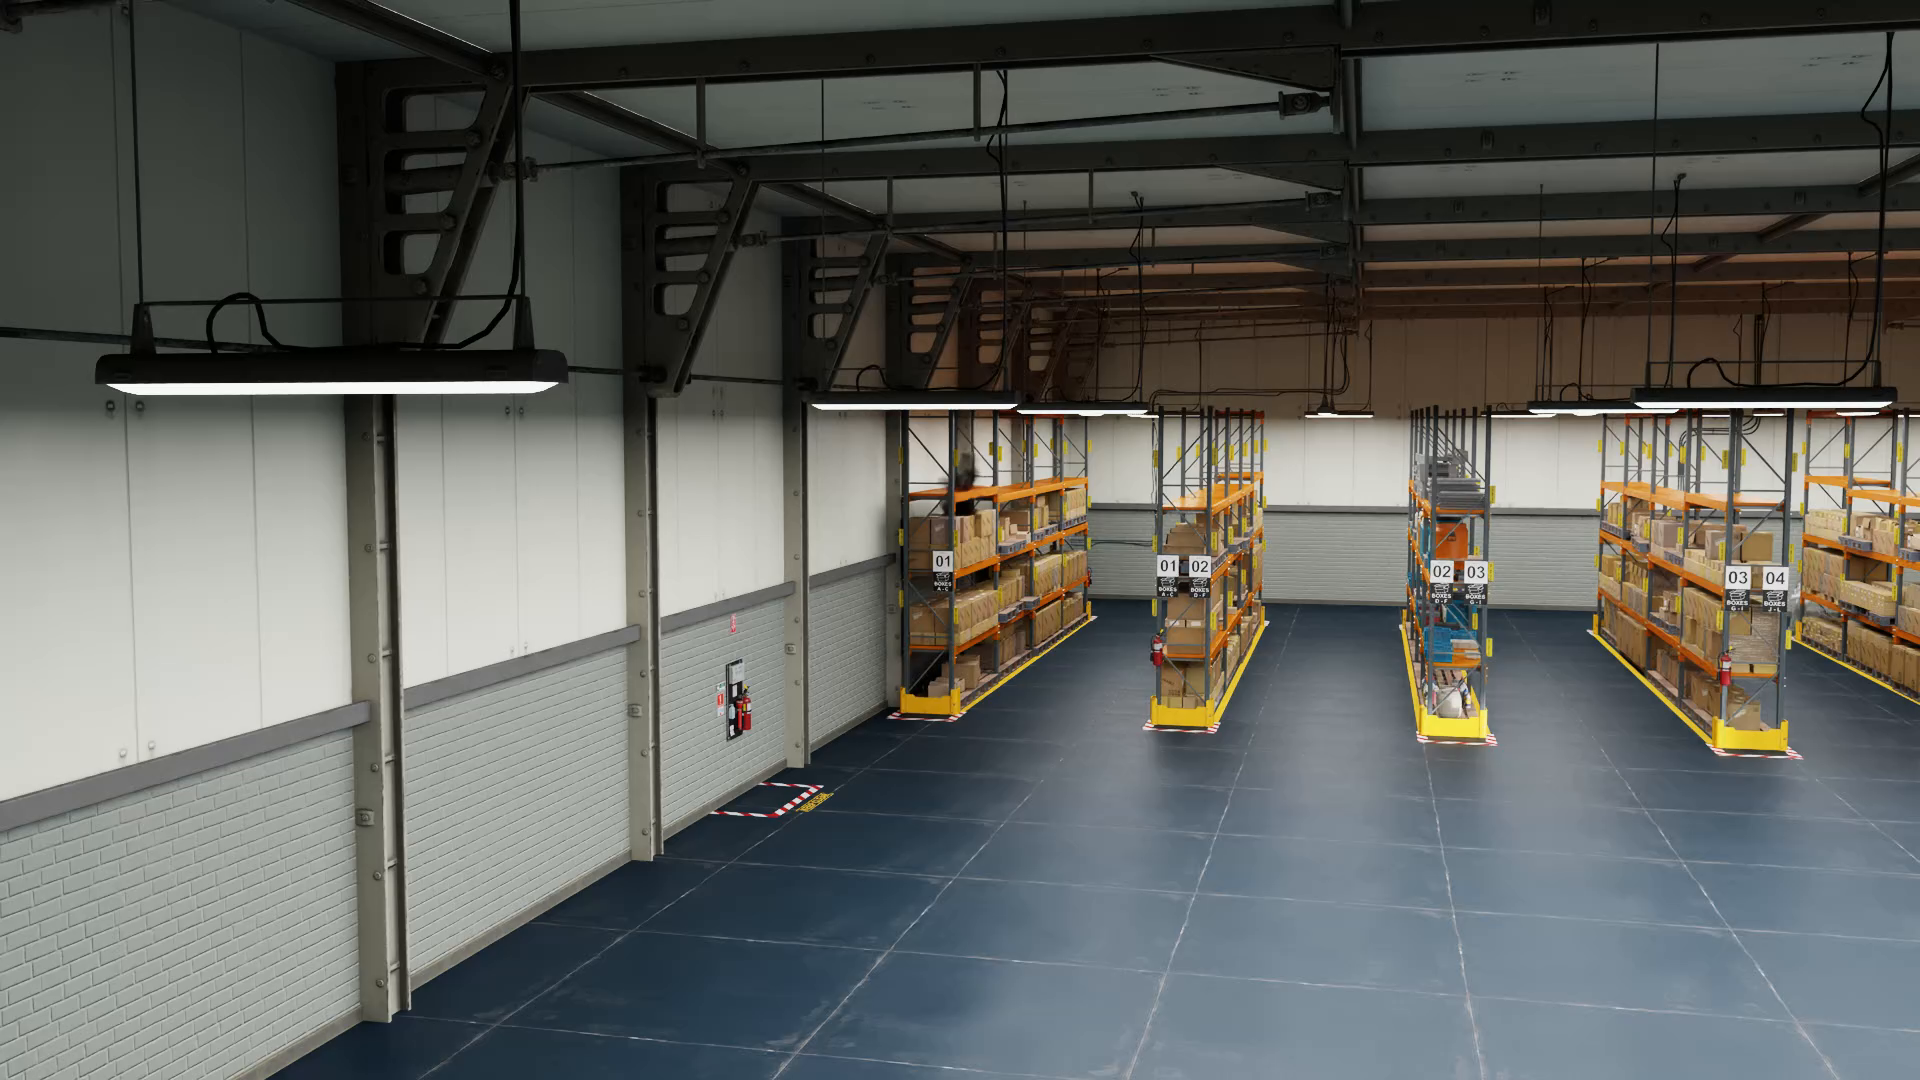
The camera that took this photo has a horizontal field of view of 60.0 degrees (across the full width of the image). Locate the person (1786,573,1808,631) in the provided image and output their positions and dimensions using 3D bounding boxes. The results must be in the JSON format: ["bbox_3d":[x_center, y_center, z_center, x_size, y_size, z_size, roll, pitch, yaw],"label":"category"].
[{"bbox_3d":[22.524,1.694,44.486,0.922,1.653,0.639,2,5,31],"label":"person"}]

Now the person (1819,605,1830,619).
[{"bbox_3d":[23.173,1.646,44.516,0.702,1.826,0.654,0,4,-6],"label":"person"}]
